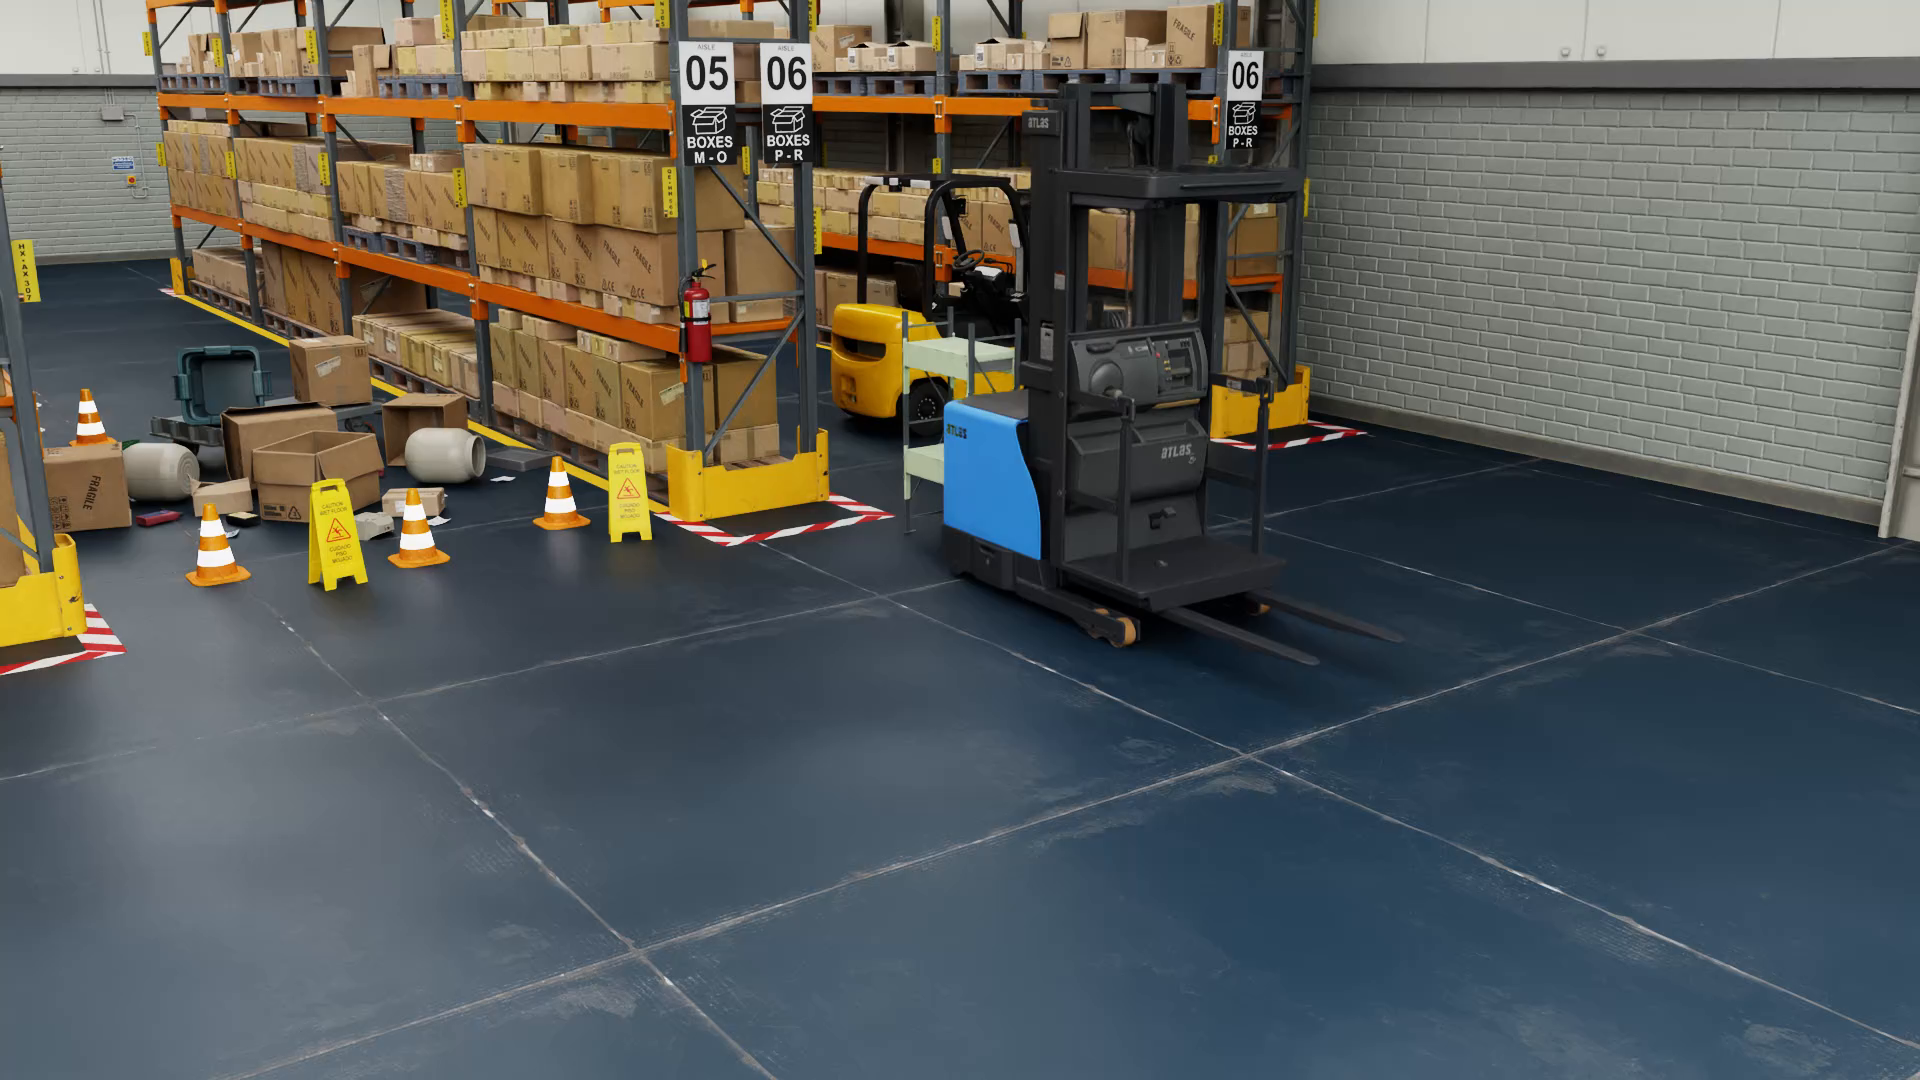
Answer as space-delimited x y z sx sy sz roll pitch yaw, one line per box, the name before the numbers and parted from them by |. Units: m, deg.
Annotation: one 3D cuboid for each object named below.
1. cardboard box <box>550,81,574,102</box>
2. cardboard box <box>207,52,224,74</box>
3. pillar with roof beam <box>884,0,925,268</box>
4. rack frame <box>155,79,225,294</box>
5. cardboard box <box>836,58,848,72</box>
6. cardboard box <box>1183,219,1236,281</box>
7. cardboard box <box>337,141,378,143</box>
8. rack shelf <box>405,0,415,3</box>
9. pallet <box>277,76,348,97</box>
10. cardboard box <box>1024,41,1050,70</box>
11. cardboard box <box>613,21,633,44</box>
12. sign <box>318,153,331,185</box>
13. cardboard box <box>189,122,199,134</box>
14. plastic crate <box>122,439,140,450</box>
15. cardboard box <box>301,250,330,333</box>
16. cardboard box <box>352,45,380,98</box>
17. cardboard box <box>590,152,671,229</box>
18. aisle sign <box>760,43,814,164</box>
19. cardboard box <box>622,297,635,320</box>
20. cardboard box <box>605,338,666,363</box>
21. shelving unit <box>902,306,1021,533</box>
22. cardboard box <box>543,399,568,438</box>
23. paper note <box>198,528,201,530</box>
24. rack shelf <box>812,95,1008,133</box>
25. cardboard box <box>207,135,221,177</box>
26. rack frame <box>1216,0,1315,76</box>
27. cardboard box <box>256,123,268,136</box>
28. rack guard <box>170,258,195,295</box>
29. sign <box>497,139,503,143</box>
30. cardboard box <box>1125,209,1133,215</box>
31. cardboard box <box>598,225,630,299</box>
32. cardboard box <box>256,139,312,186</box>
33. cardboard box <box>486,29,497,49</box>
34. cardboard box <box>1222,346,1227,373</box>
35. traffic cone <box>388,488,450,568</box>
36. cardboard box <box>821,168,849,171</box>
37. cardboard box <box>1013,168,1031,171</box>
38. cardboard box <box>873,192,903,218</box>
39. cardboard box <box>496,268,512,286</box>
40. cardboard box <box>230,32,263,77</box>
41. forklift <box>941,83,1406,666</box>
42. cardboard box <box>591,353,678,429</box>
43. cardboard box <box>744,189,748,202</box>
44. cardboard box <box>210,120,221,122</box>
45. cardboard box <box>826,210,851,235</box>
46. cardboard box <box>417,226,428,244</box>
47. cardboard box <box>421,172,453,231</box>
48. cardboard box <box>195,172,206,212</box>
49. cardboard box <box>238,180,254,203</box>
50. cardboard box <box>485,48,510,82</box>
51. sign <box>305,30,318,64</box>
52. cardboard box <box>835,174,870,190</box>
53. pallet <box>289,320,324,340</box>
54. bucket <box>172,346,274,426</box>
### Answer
cardboard box | -2.835 -3.354 12.443 0.380 0.149 0.250 -11 19 -35
cardboard box | -9.150 -5.957 20.745 0.396 0.266 0.258 -10 18 -33
pillar with roof beam | -4.137 -6.241 16.833 9.100 9.000 0.400 -11 19 -35
rack frame | -10.867 -5.091 23.996 1.000 3.000 0.127 -11 19 -35
cardboard box | -1.144 -5.229 18.307 0.380 0.149 0.250 -11 19 -35
cardboard box | 2.051 -2.558 14.552 0.500 0.500 0.500 -11 19 -36
cardboard box | -6.847 -4.274 18.926 0.500 0.500 0.500 -10 18 -33
rack shelf | -4.988 -5.310 15.550 1.077 0.370 4.000 -11 19 -35
pallet | -6.585 -4.868 17.855 1.213 0.211 1.003 -10 18 -32
cardboard box | 0.828 -4.569 15.674 0.396 0.266 0.258 -11 19 -36
cardboard box | -2.183 -3.524 11.553 0.380 0.149 0.250 -11 19 -35
sign | -6.611 -3.855 17.284 0.100 0.325 0.005 -11 19 -35
cardboard box | -10.005 -5.478 22.097 0.380 0.149 0.250 -11 19 -36
plastic crate | -6.594 -0.577 12.718 0.450 0.188 0.662 -11 16 -3
cardboard box | -7.023 -2.912 19.263 0.875 0.875 0.875 -11 19 -34
cardboard box | -5.614 -4.674 16.600 0.700 0.500 0.500 -11 19 -35
cardboard box | -2.228 -2.533 12.002 0.700 0.500 0.500 -11 19 -34
aisle sign | -1.173 -2.963 11.297 0.394 0.787 0.004 -11 19 -35
cardboard box | -2.225 -1.695 12.063 0.380 0.149 0.250 -11 19 -35
cardboard box | -2.412 -1.424 12.361 0.380 0.149 0.250 -10 18 -33
shelving unit | 0.004 -0.722 10.873 0.431 1.500 0.755 -11 19 -35
cardboard box | -3.046 -1.012 13.505 0.500 0.250 0.500 -11 19 -35
paper note | -5.176 -0.087 11.376 0.032 0.001 0.123 -2 15 -6
rack shelf | -0.975 -4.827 18.711 1.077 0.370 4.000 -11 19 -35
cardboard box | -9.308 -4.935 21.342 0.500 0.500 0.500 -11 19 -35
rack frame | 2.553 -5.339 13.539 1.000 3.000 0.127 -11 19 -35
cardboard box | -8.839 -5.288 21.404 0.380 0.149 0.250 -11 19 -35
rack guard | -10.881 -3.891 24.344 1.175 0.500 0.348 -11 19 -35
sign | -7.293 -6.196 26.391 0.100 0.325 0.005 -11 19 -35
cardboard box | 1.709 -3.007 14.963 0.380 0.149 0.250 -11 19 -35
cardboard box | -2.292 -2.047 12.121 0.500 0.500 0.500 -11 19 -34
cardboard box | -7.875 -4.417 19.449 0.500 0.500 0.500 -11 19 -36
cardboard box | -3.566 -4.012 13.337 0.380 0.149 0.250 -12 19 -36
cardboard box | 2.014 -1.619 14.775 0.500 0.250 0.500 -11 19 -35
traffic cone | -3.454 -0.098 10.557 0.336 0.463 0.334 -11 19 -35
cardboard box | -1.449 -4.374 19.957 0.380 0.149 0.250 -11 19 -35
cardboard box | 0.747 -3.723 17.016 0.380 0.149 0.250 -11 19 -36
cardboard box | -0.603 -3.643 18.040 0.500 0.250 0.500 -11 19 -36
cardboard box | -3.695 -2.245 14.071 0.380 0.149 0.250 -10 18 -33
cardboard box | -8.232 -5.701 19.558 0.500 0.500 0.500 -11 19 -36
forklift | 1.126 -0.976 9.090 1.130 2.935 3.031 -10 18 -33
cardboard box | -2.451 -1.154 12.604 0.500 0.500 0.500 -10 18 -33
cardboard box | -2.847 -4.316 20.845 0.380 0.149 0.250 -10 18 -34
cardboard box | -10.326 -5.839 23.414 0.380 0.149 0.250 -10 18 -34
cardboard box | -1.184 -3.621 18.908 0.500 0.250 0.500 -10 18 -33
cardboard box | -4.812 -2.840 15.449 0.380 0.149 0.250 -11 19 -34
cardboard box | -4.561 -3.092 15.142 0.500 0.500 0.500 -11 19 -34
cardboard box | -9.905 -4.673 22.278 0.500 0.500 0.500 -10 18 -33
cardboard box | -8.485 -4.268 20.325 0.500 0.250 0.500 -12 19 -36
cardboard box | -3.464 -3.802 13.322 0.500 0.250 0.500 -11 19 -35
sign | -6.617 -5.033 16.971 0.100 0.325 0.005 -11 19 -35
cardboard box | -1.173 -4.012 18.636 0.380 0.149 0.250 -11 19 -36
pallet | -7.279 -2.478 19.731 1.003 0.211 1.213 -11 19 -35
bucket | -5.811 -1.222 13.180 0.726 0.611 0.620 -4 6 -15
